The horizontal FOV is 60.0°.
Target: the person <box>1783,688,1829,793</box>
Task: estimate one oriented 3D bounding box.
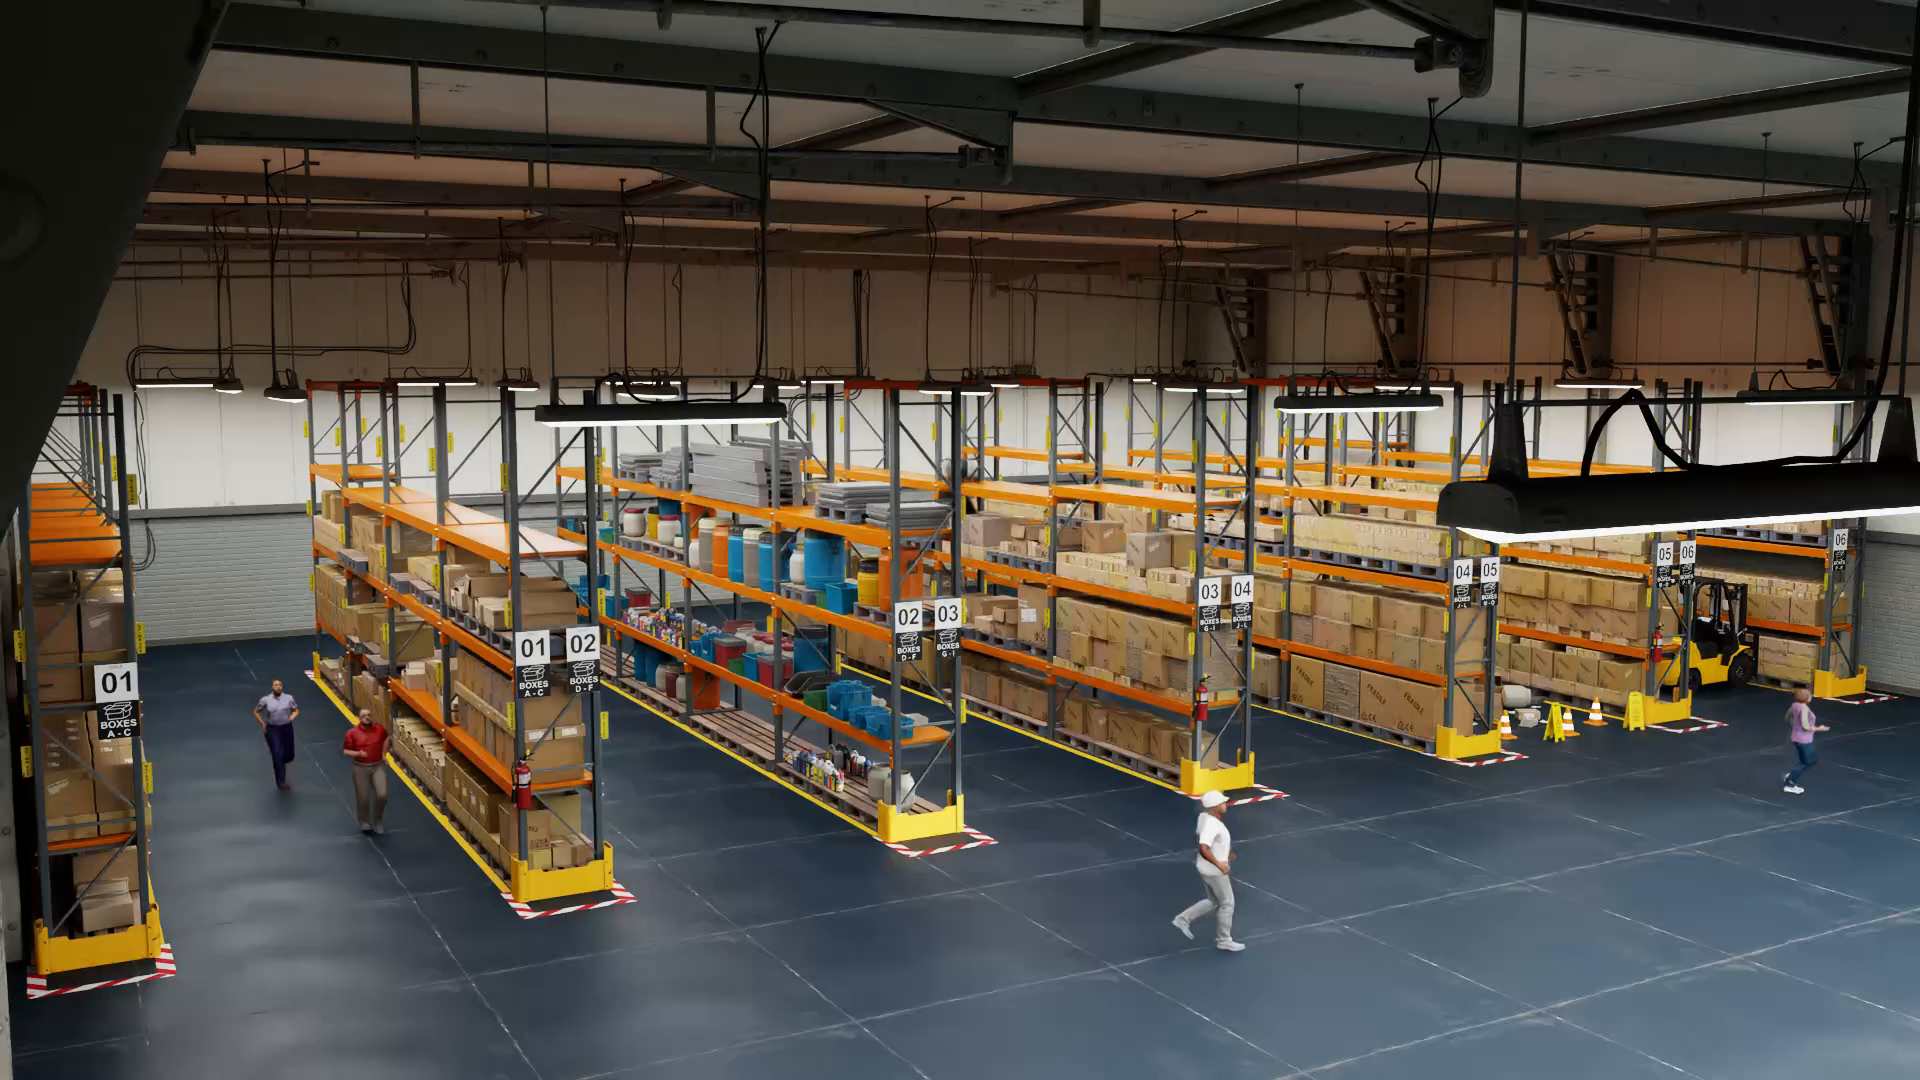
[{"bbox_3d":[12.430,2.946,24.438,0.555,1.559,0.522,2,6,14],"label":"person"}]

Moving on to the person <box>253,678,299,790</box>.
[{"bbox_3d":[-10.226,2.878,24.943,0.620,1.613,0.804,-5,8,-38],"label":"person"}]

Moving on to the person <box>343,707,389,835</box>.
[{"bbox_3d":[-7.916,3.123,22.306,0.643,1.754,0.676,-4,7,-32],"label":"person"}]

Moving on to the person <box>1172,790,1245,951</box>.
[{"bbox_3d":[2.696,3.560,17.916,0.785,1.756,0.714,0,6,-2],"label":"person"}]
